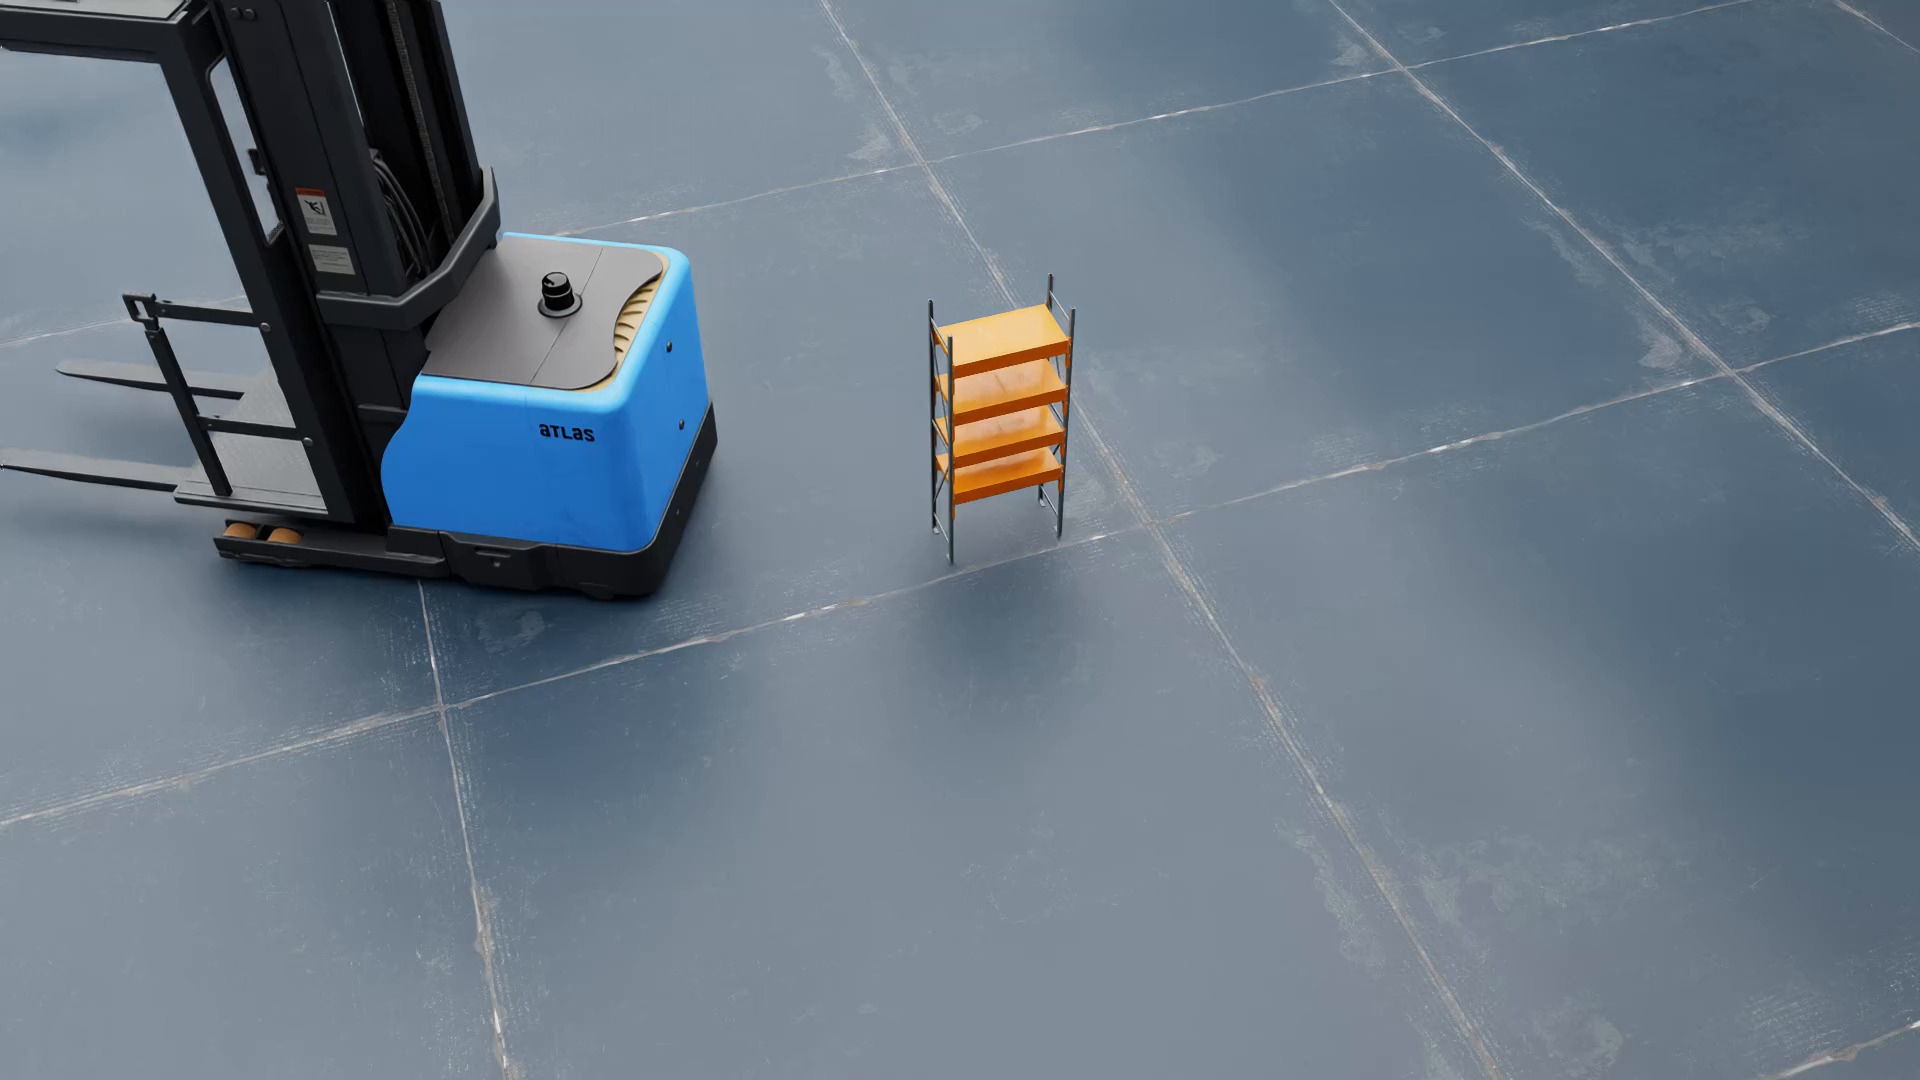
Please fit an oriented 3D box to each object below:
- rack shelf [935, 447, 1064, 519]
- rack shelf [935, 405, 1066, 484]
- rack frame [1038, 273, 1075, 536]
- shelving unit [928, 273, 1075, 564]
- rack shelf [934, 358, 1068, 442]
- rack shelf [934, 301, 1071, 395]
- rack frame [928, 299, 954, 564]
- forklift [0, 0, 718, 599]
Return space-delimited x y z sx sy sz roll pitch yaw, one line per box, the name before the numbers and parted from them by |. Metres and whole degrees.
rack shelf | 0.156 -0.276 6.862 0.480 0.148 0.258 -14 47 -14
rack shelf | 0.156 -0.416 6.722 0.480 0.148 0.258 -14 47 -14
rack frame | 0.385 -0.522 6.732 0.015 1.200 0.240 -14 47 -14
shelving unit | 0.156 -0.463 6.674 0.503 1.200 0.258 -14 47 -14
rack shelf | 0.156 -0.574 6.563 0.480 0.148 0.258 -14 47 -14
rack shelf | 0.156 -0.741 6.396 0.480 0.148 0.258 -14 47 -14
rack frame | -0.074 -0.405 6.616 0.015 1.200 0.240 -14 47 -14
forklift | -2.640 -1.285 6.270 3.031 2.935 1.130 6 45 6
